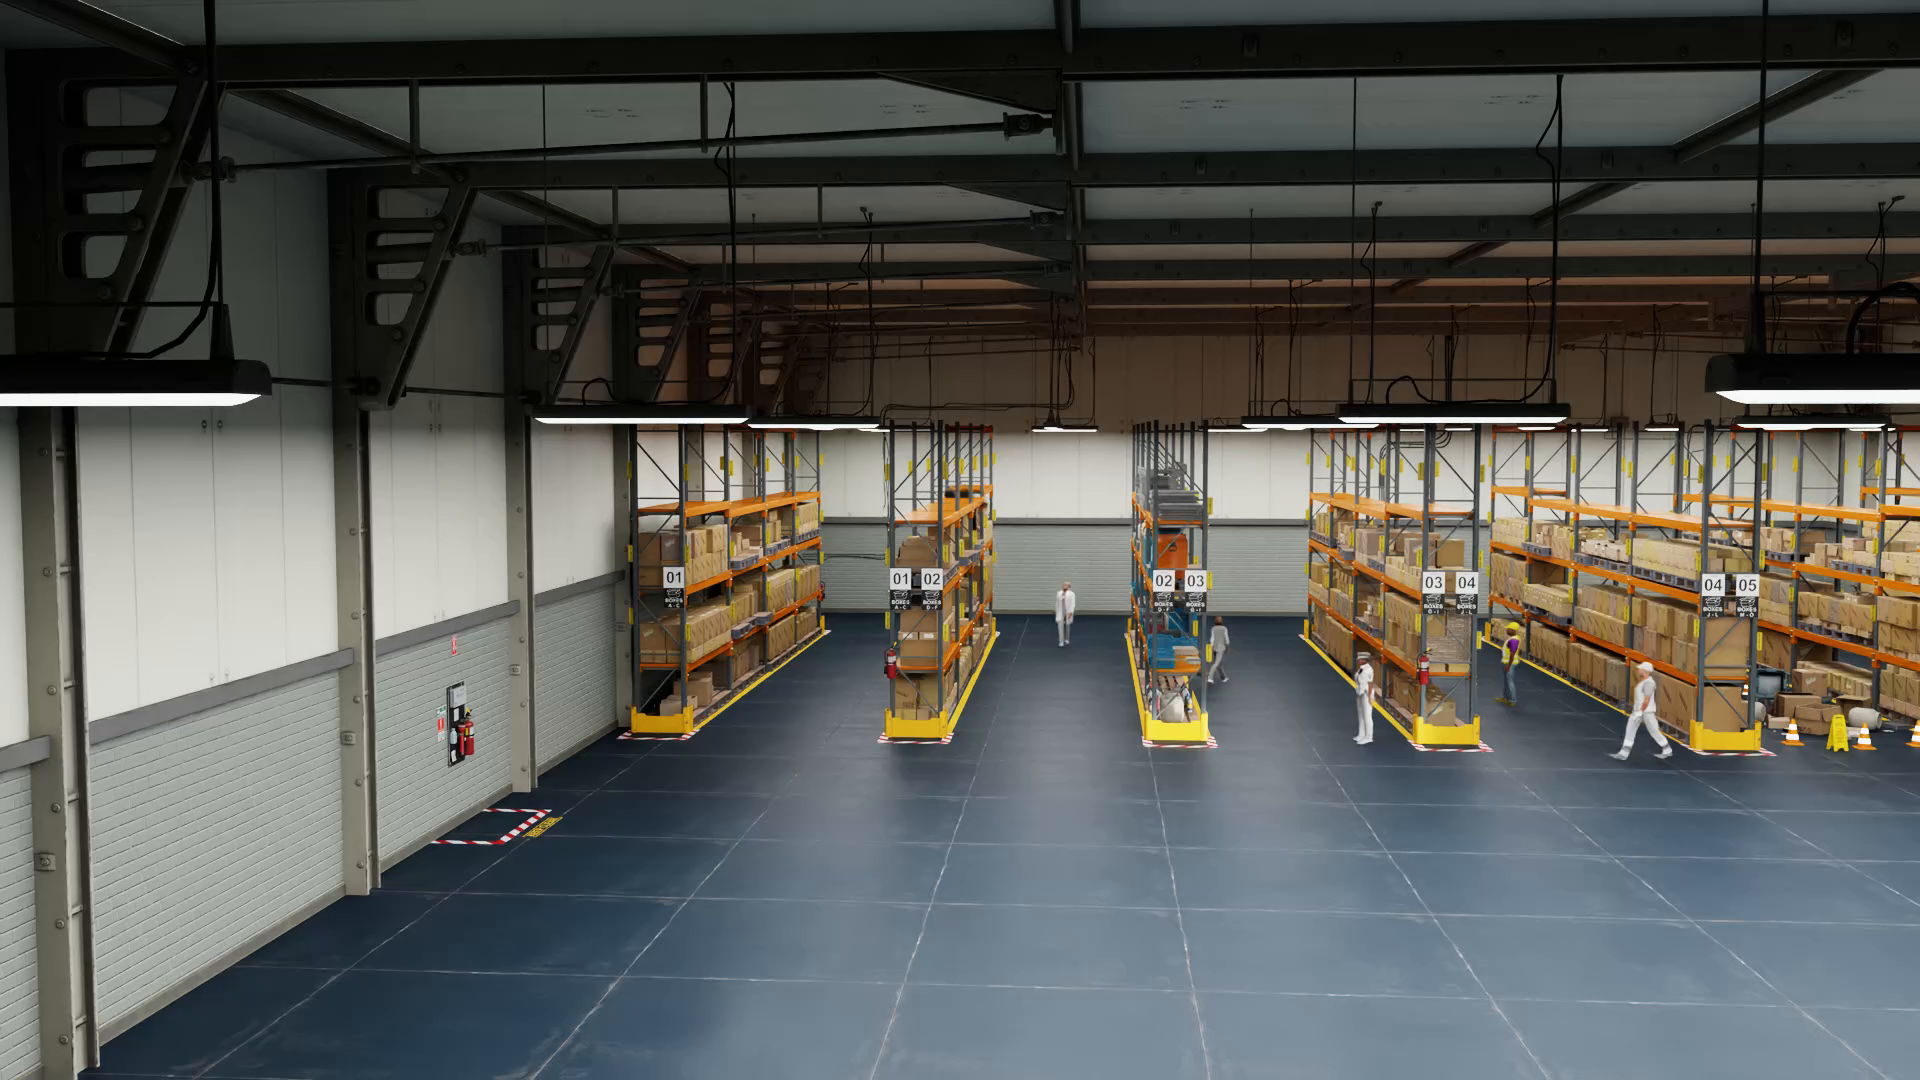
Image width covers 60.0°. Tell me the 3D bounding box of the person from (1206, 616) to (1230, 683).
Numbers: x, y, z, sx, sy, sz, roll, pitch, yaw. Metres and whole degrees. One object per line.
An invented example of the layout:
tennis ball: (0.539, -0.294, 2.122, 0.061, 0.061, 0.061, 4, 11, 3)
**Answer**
person: (5.944, 2.515, 38.190, 0.901, 1.554, 0.376, -3, 5, -37)

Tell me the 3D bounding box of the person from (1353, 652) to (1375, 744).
person: (7.528, 2.927, 30.994, 0.395, 1.665, 0.557, 0, 4, -6)

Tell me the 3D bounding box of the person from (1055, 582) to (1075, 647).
person: (2.814, 1.977, 44.527, 0.551, 1.715, 1.093, 0, 4, 3)

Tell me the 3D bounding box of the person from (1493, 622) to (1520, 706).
person: (11.606, 2.616, 35.332, 0.627, 1.763, 0.584, 3, 5, 38)

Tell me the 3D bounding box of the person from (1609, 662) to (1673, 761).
person: (11.963, 3.006, 29.093, 1.063, 1.752, 0.493, -1, 4, -16)
